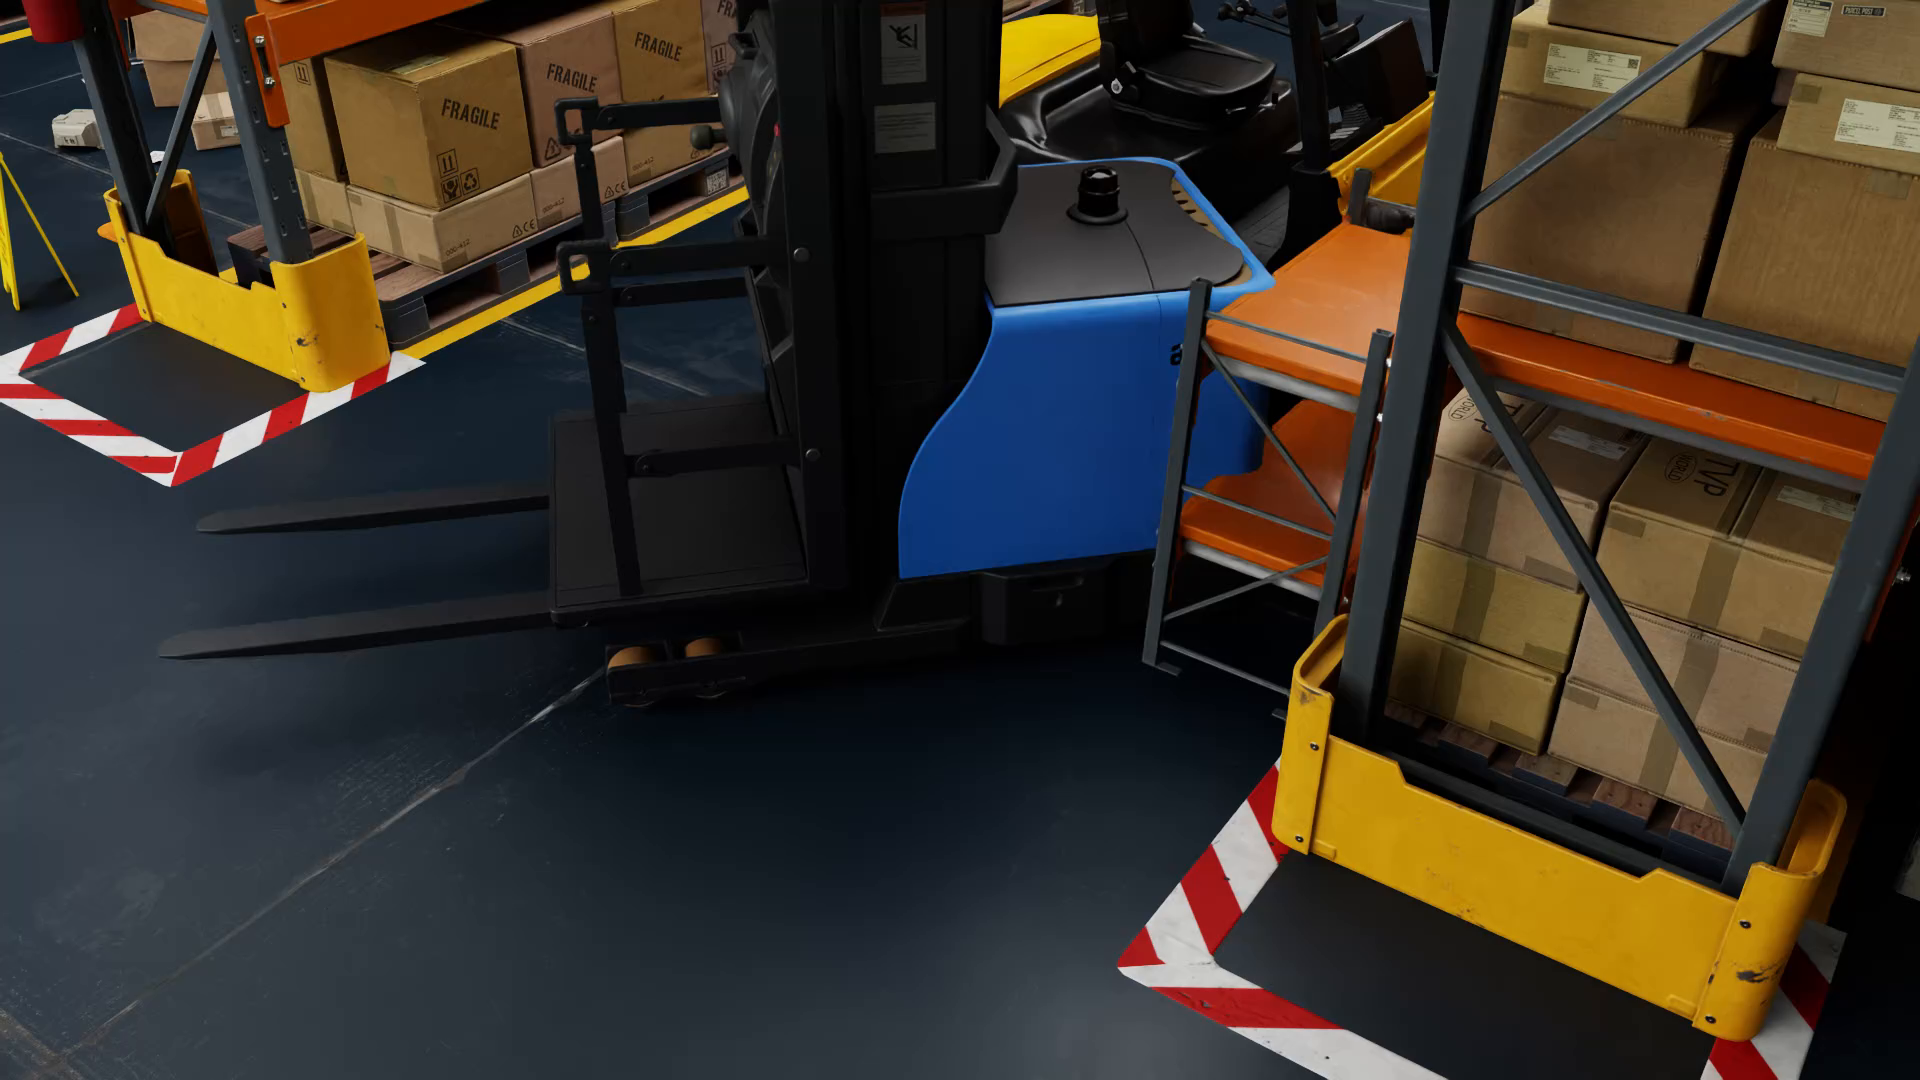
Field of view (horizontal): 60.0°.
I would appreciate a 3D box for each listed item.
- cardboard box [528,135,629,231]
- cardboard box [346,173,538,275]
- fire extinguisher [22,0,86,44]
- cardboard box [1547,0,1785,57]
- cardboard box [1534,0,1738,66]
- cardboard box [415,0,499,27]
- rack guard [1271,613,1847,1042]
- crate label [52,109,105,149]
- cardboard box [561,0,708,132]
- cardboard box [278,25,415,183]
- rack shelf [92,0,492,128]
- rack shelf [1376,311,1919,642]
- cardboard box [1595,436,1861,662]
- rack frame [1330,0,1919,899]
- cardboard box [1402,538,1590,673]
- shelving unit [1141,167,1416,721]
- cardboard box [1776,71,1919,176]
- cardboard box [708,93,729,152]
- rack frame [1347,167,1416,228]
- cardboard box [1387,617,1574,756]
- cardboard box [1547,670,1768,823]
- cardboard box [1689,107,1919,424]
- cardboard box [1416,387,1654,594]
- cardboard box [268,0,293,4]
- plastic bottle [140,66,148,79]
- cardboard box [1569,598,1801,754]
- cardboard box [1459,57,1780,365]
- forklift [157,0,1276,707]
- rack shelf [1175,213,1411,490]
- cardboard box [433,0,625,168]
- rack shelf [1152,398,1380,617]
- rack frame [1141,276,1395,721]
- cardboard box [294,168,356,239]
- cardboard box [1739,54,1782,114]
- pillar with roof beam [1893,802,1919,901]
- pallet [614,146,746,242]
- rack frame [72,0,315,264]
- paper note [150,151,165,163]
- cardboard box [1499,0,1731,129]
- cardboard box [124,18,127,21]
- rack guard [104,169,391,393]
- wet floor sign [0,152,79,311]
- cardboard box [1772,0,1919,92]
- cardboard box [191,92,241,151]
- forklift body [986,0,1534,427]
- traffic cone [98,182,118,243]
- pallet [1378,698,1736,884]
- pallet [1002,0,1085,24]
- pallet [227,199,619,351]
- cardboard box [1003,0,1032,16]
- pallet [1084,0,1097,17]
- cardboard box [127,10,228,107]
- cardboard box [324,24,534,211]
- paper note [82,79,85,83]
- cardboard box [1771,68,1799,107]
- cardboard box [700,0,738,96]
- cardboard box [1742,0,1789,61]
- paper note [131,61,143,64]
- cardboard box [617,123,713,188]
[{"bbox_3d":[-1.748,-1.543,6.934,0.500,0.250,0.500,23,40,30],"label":"cardboard box"},{"bbox_3d":[-2.045,-1.311,6.590,0.500,0.250,0.500,21,39,28],"label":"cardboard box"},{"bbox_3d":[-3.176,-2.056,5.681,0.296,0.674,0.183,21,39,28],"label":"fire extinguisher"},{"bbox_3d":[1.379,-1.075,3.228,0.380,0.149,0.250,21,40,28],"label":"cardboard box"},{"bbox_3d":[1.437,-1.096,3.524,0.380,0.149,0.250,22,40,29],"label":"cardboard box"},{"bbox_3d":[-2.195,-2.032,6.987,0.500,0.500,0.500,23,40,30],"label":"cardboard box"},{"bbox_3d":[1.334,0.637,3.861,1.175,0.500,0.348,21,39,28],"label":"rack guard"},{"bbox_3d":[-4.255,-1.997,8.081,0.250,0.136,0.298,3,34,4],"label":"crate label"},{"bbox_3d":[-1.445,-2.103,7.092,0.500,0.500,0.500,22,40,29],"label":"cardboard box"},{"bbox_3d":[-2.489,-1.791,6.630,0.500,0.500,0.500,22,40,28],"label":"cardboard box"},{"bbox_3d":[-1.592,-2.615,7.082,1.077,0.370,4.000,21,39,28],"label":"rack shelf"},{"bbox_3d":[2.488,-1.032,4.740,1.077,0.370,4.000,21,39,28],"label":"rack shelf"},{"bbox_3d":[1.777,-0.019,3.788,0.500,0.250,0.500,21,39,28],"label":"cardboard box"},{"bbox_3d":[1.348,-0.409,3.178,1.000,3.000,0.127,21,39,28],"label":"rack frame"},{"bbox_3d":[1.369,0.025,4.169,0.500,0.250,0.500,21,39,28],"label":"cardboard box"},{"bbox_3d":[1.022,-0.280,4.524,0.538,1.125,1.048,21,36,27],"label":"shelving unit"},{"bbox_3d":[1.754,-0.793,3.076,0.380,0.149,0.250,20,39,27],"label":"cardboard box"},{"bbox_3d":[-1.157,-2.030,7.654,0.500,0.250,0.500,22,40,29],"label":"cardboard box"},{"bbox_3d":[1.303,-0.493,4.890,0.500,1.125,0.032,21,36,27],"label":"rack frame"},{"bbox_3d":[1.356,0.239,4.299,0.500,0.250,0.500,22,40,28],"label":"cardboard box"},{"bbox_3d":[1.789,0.392,4.072,0.500,0.250,0.500,21,40,28],"label":"cardboard box"},{"bbox_3d":[1.858,-0.590,3.356,0.500,0.500,0.500,23,40,30],"label":"cardboard box"},{"bbox_3d":[1.354,-0.170,4.011,0.500,0.250,0.500,23,40,30],"label":"cardboard box"},{"bbox_3d":[-2.368,-1.979,5.723,0.380,0.149,0.250,21,40,28],"label":"cardboard box"},{"bbox_3d":[-4.281,-2.560,8.981,0.133,0.061,0.283,8,35,12],"label":"plastic bottle"},{"bbox_3d":[1.787,0.199,3.912,0.500,0.250,0.500,22,40,29],"label":"cardboard box"},{"bbox_3d":[1.413,-0.761,3.608,0.500,0.500,0.500,20,39,27],"label":"cardboard box"},{"bbox_3d":[-0.711,-1.078,4.228,3.031,2.935,1.130,-7,35,-10],"label":"forklift"},{"bbox_3d":[1.036,-0.528,4.369,0.538,0.278,1.000,21,36,27],"label":"rack shelf"},{"bbox_3d":[-1.737,-1.875,6.755,0.500,0.500,0.500,20,39,27],"label":"cardboard box"},{"bbox_3d":[1.010,-0.073,4.653,0.538,0.278,1.000,21,36,27],"label":"rack shelf"},{"bbox_3d":[0.740,-0.067,4.158,0.500,1.125,0.032,21,36,27],"label":"rack frame"},{"bbox_3d":[-2.478,-1.497,6.866,0.500,0.250,0.500,21,39,28],"label":"cardboard box"},{"bbox_3d":[1.716,-0.997,3.957,0.500,0.500,0.500,23,40,30],"label":"cardboard box"},{"bbox_3d":[-1.051,-4.302,3.578,9.100,9.000,0.400,21,39,28],"label":"pillar with roof beam"},{"bbox_3d":[-1.500,-1.795,7.715,1.003,0.211,1.213,21,39,28],"label":"pallet"},{"bbox_3d":[-2.732,-1.993,5.520,1.000,3.000,0.127,21,39,28],"label":"rack frame"},{"bbox_3d":[-3.828,-1.834,7.935,0.148,0.019,0.142,8,35,12],"label":"paper note"},{"bbox_3d":[1.315,-0.968,3.336,0.380,0.149,0.250,22,40,29],"label":"cardboard box"},{"bbox_3d":[-4.618,-3.292,9.669,0.500,0.500,0.500,29,44,36],"label":"cardboard box"},{"bbox_3d":[-2.689,-0.993,6.271,1.175,0.500,0.348,21,39,28],"label":"rack guard"},{"bbox_3d":[-3.719,-1.272,6.555,0.232,0.644,0.267,-22,40,-29],"label":"wet floor sign"},{"bbox_3d":[1.715,-0.929,3.012,0.380,0.149,0.250,20,39,27],"label":"cardboard box"},{"bbox_3d":[-3.645,-2.060,8.164,0.250,0.149,0.380,-15,37,-21],"label":"cardboard box"},{"bbox_3d":[0.930,-1.513,5.567,2.313,2.155,1.214,21,39,28],"label":"forklift body"},{"bbox_3d":[-3.547,-1.552,7.132,0.336,0.463,0.334,21,39,28],"label":"traffic cone"},{"bbox_3d":[1.749,0.380,4.499,1.003,0.211,1.213,21,39,28],"label":"pallet"},{"bbox_3d":[-0.009,-3.038,9.553,1.003,0.211,1.213,21,39,28],"label":"pallet"},{"bbox_3d":[-2.196,-1.235,6.889,1.003,0.211,1.213,21,39,28],"label":"pallet"},{"bbox_3d":[-0.154,-3.161,9.218,0.950,0.372,0.625,22,40,29],"label":"cardboard box"},{"bbox_3d":[0.686,-3.601,10.387,1.003,0.211,1.213,21,39,28],"label":"pallet"},{"bbox_3d":[-3.810,-2.576,8.610,0.797,0.503,0.637,-3,34,-4],"label":"cardboard box"},{"bbox_3d":[-2.032,-1.633,6.397,0.500,0.500,0.500,20,39,27],"label":"cardboard box"},{"bbox_3d":[-4.591,-2.457,8.858,0.142,0.017,0.144,-22,40,-29],"label":"paper note"},{"bbox_3d":[1.843,-0.927,3.274,0.380,0.149,0.250,21,39,28],"label":"cardboard box"},{"bbox_3d":[-1.147,-2.352,7.460,0.500,0.500,0.500,24,41,31],"label":"cardboard box"},{"bbox_3d":[1.635,-1.195,3.672,0.380,0.149,0.250,22,40,29],"label":"cardboard box"},{"bbox_3d":[-4.476,-2.619,9.114,0.123,0.001,0.032,-15,37,-21],"label":"paper note"},{"bbox_3d":[-1.447,-1.799,7.312,0.500,0.250,0.500,24,41,31],"label":"cardboard box"}]
